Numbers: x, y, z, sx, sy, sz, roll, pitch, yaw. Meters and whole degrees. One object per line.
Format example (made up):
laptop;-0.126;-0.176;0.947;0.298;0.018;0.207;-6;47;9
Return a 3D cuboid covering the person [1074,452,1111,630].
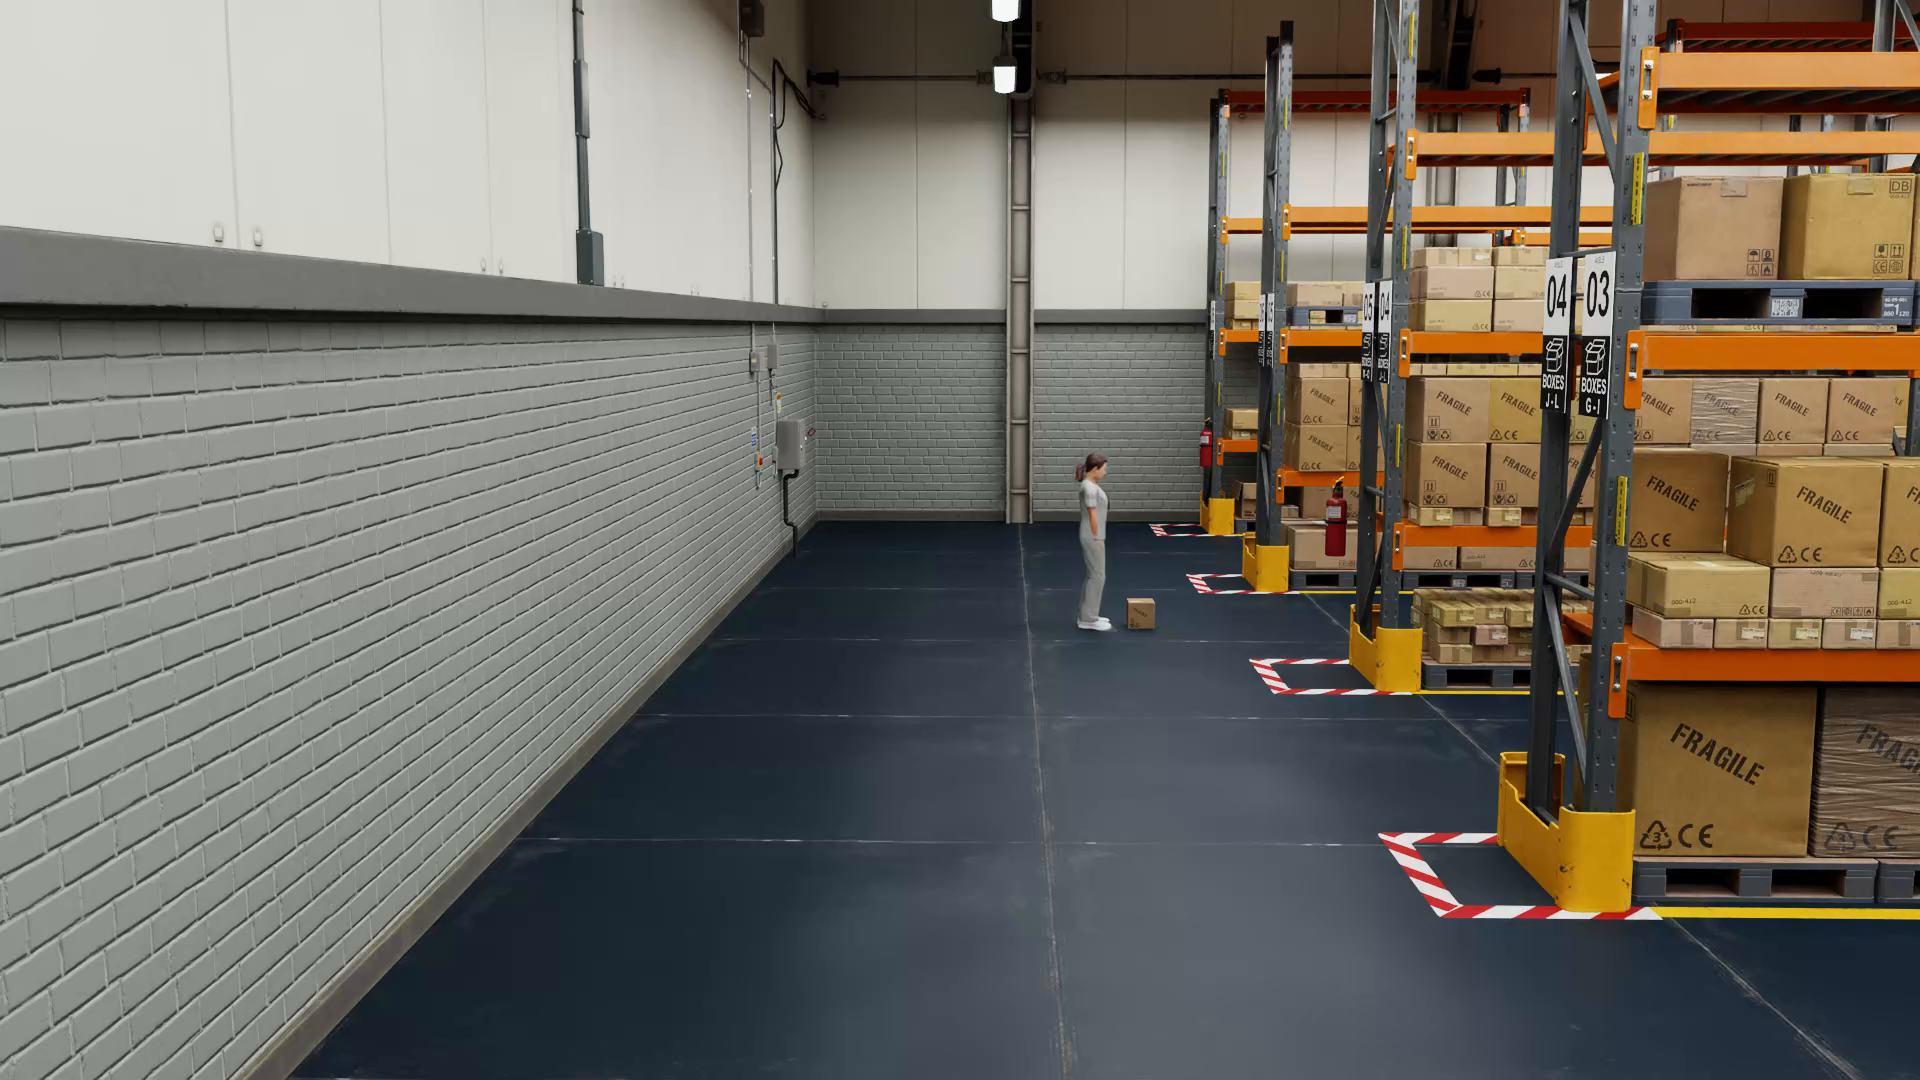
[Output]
person;1.255;0.001;15.825;0.362;1.669;0.443;0;7;2
